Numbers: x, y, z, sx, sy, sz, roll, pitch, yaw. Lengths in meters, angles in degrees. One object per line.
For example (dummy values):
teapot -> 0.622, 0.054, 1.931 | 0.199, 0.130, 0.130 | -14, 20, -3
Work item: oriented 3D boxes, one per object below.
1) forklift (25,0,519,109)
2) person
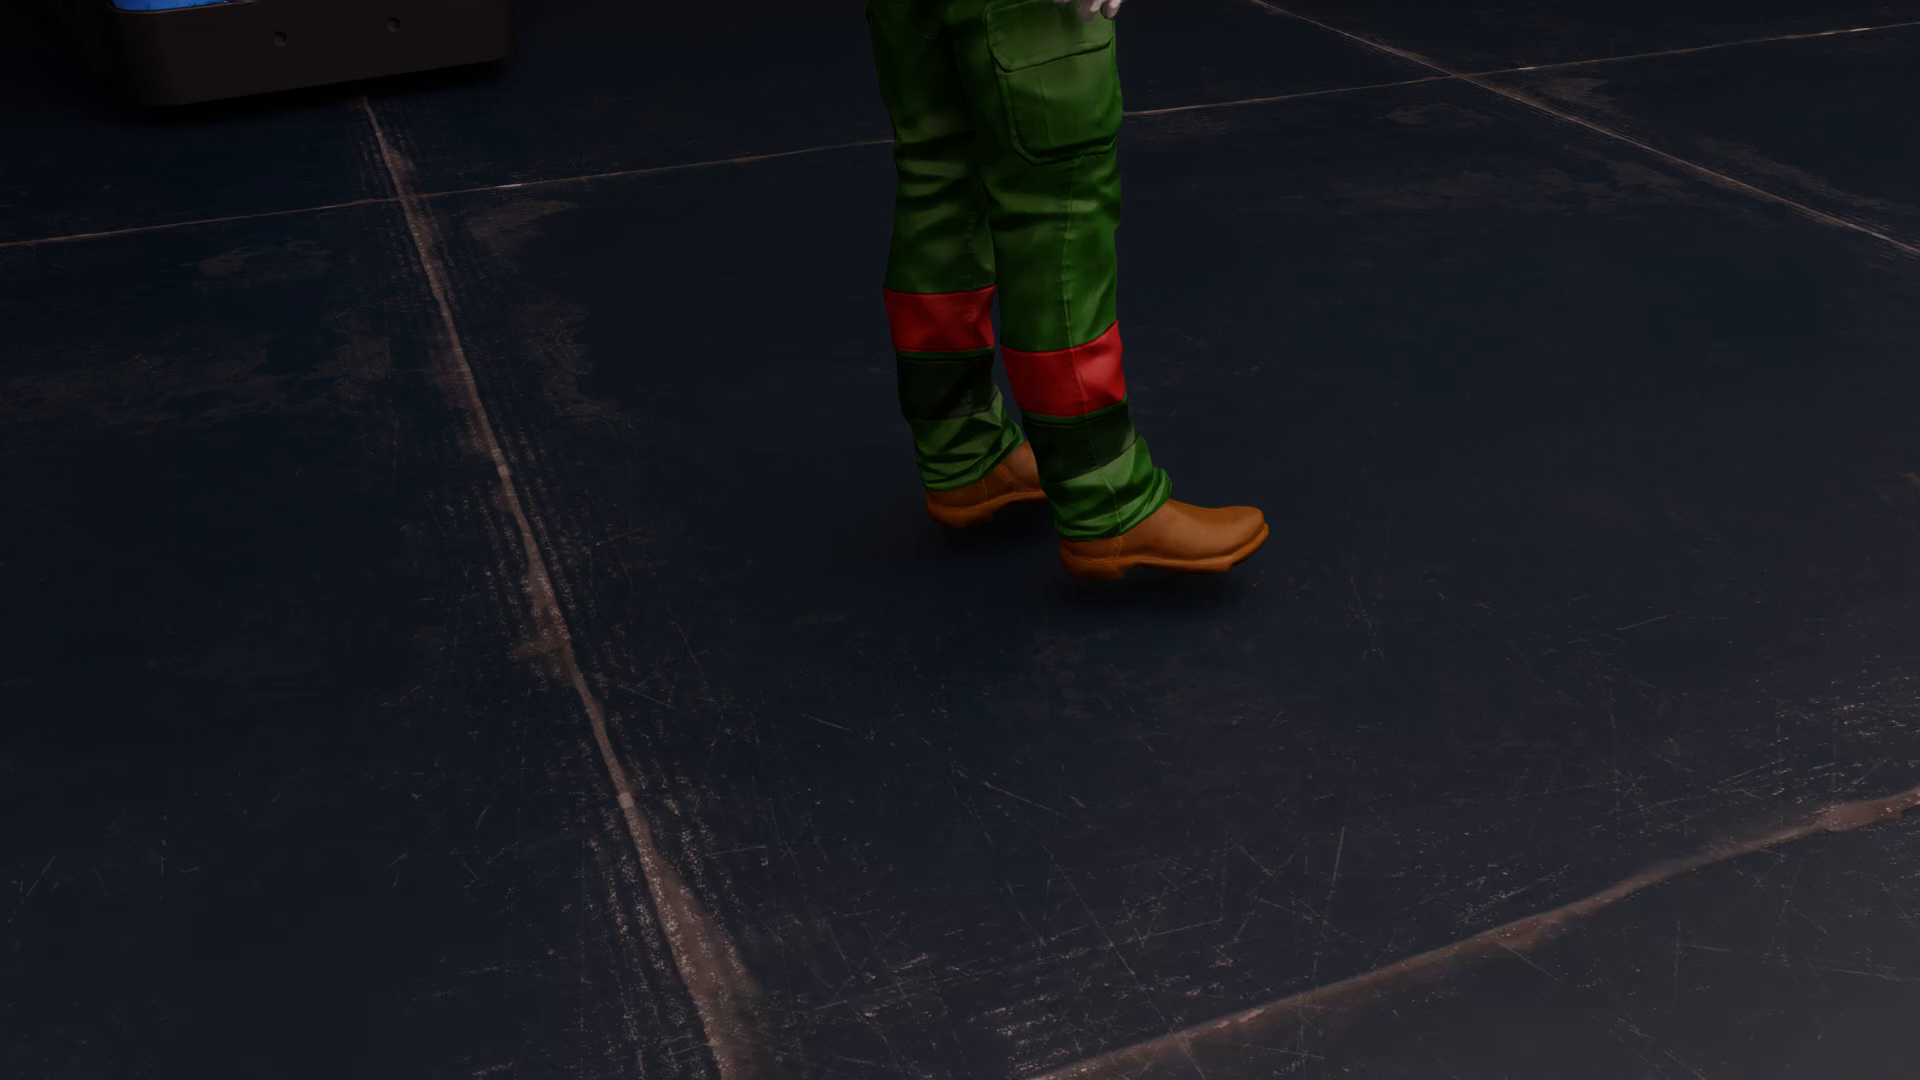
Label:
forklift -> -2.525, -3.089, 4.961 | 1.130, 2.935, 3.031 | -18, 34, -29
person -> 0.079, -0.828, 2.050 | 0.561, 1.789, 0.637 | -11, 32, -19
